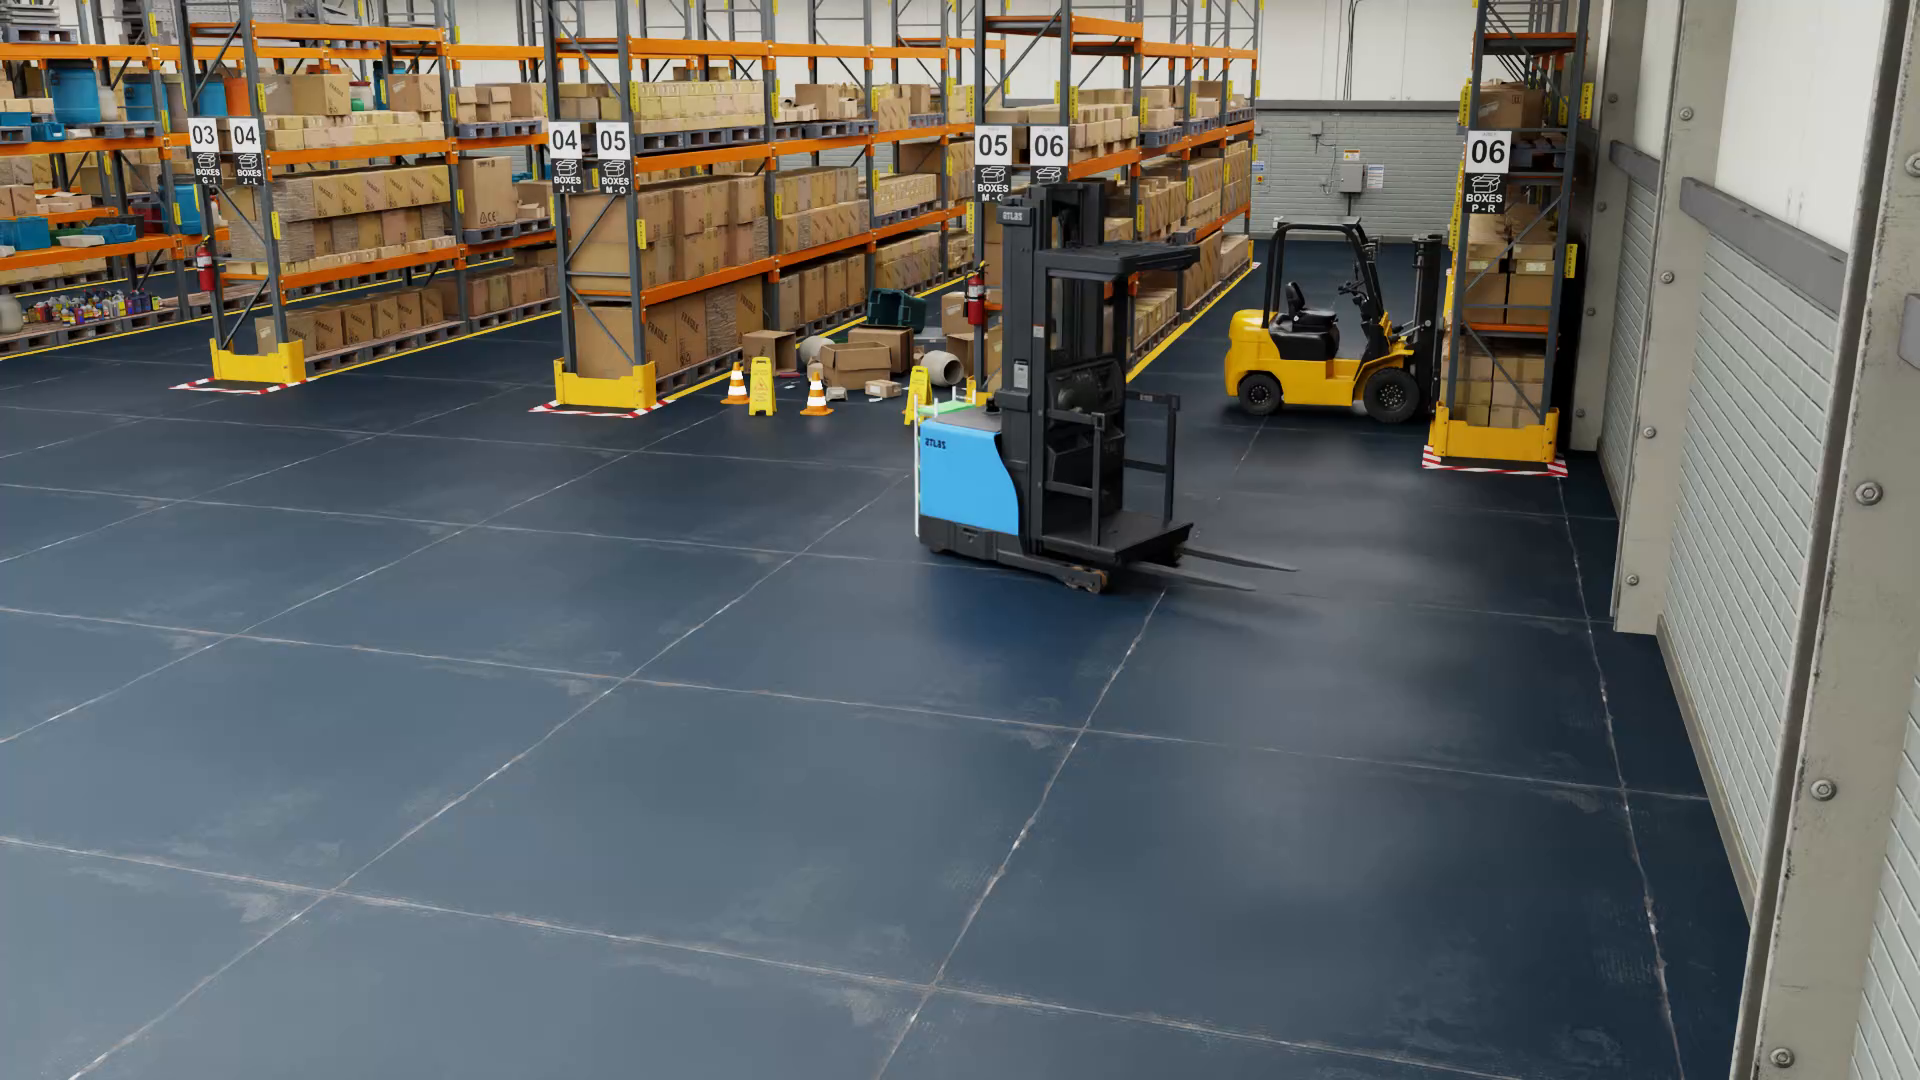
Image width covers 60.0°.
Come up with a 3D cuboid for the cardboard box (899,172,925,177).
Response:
[{"bbox_3d":[-0.853,-6.525,30.610,0.500,0.500,0.500,5,16,16],"label":"cardboard box"}]

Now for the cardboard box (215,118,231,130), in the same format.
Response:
[{"bbox_3d":[-9.077,-5.117,20.419,0.380,0.149,0.250,5,16,16],"label":"cardboard box"}]

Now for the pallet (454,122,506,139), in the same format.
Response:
[{"bbox_3d":[-7.442,-6.010,24.367,1.213,0.211,1.003,5,16,16],"label":"pallet"}]

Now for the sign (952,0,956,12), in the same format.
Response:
[{"bbox_3d":[-0.103,-10.648,33.022,0.100,0.325,0.005,5,16,16],"label":"sign"}]

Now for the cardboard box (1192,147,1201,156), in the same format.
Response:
[{"bbox_3d":[4.017,-6.835,29.226,0.380,0.149,0.250,5,17,17],"label":"cardboard box"}]

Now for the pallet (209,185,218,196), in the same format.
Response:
[{"bbox_3d":[-15.275,-7.073,33.621,1.003,0.211,1.213,5,16,16],"label":"pallet"}]

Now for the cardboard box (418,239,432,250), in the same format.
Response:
[{"bbox_3d":[-7.708,-4.178,23.524,0.380,0.149,0.250,5,16,16],"label":"cardboard box"}]

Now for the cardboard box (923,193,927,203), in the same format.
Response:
[{"bbox_3d":[-0.789,-6.014,29.228,0.380,0.149,0.250,5,16,16],"label":"cardboard box"}]

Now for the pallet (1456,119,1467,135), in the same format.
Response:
[{"bbox_3d":[8.271,-6.360,25.603,1.213,0.211,1.003,5,16,16],"label":"pallet"}]

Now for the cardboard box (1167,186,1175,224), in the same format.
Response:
[{"bbox_3d":[2.777,-4.766,23.638,0.500,0.500,0.500,3,16,12],"label":"cardboard box"}]

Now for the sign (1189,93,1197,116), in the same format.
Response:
[{"bbox_3d":[3.438,-6.431,24.561,0.100,0.325,0.005,5,16,16],"label":"sign"}]

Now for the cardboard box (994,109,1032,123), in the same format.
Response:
[{"bbox_3d":[0.568,-4.570,17.948,0.380,0.149,0.250,5,17,17],"label":"cardboard box"}]

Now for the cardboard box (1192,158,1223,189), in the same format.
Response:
[{"bbox_3d":[4.169,-6.221,28.250,0.500,0.500,0.500,5,17,18],"label":"cardboard box"}]

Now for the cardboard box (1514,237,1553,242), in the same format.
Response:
[{"bbox_3d":[5.873,-3.015,17.046,0.380,0.149,0.250,5,17,17],"label":"cardboard box"}]

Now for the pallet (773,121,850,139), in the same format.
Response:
[{"bbox_3d":[-2.303,-6.026,24.427,1.003,0.211,1.213,5,17,18],"label":"pallet"}]

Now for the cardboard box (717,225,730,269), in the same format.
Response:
[{"bbox_3d":[-3.487,-3.790,21.418,0.875,0.550,0.550,5,16,16],"label":"cardboard box"}]

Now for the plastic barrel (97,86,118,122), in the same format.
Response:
[{"bbox_3d":[-12.779,-6.489,24.739,0.421,0.512,0.421,0,16,0],"label":"plastic barrel"}]

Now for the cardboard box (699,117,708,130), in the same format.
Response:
[{"bbox_3d":[-3.295,-5.080,20.254,0.380,0.149,0.250,5,17,16],"label":"cardboard box"}]

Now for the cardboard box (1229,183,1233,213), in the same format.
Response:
[{"bbox_3d":[4.586,-6.110,29.691,0.500,0.500,0.500,5,17,16],"label":"cardboard box"}]

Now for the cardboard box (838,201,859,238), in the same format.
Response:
[{"bbox_3d":[-1.870,-4.918,25.489,0.500,0.500,0.500,5,16,16],"label":"cardboard box"}]

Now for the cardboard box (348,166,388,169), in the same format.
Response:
[{"bbox_3d":[-8.232,-4.947,23.213,0.500,0.500,0.500,5,16,16],"label":"cardboard box"}]

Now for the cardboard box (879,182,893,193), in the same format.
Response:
[{"bbox_3d":[-1.316,-5.816,27.438,0.380,0.149,0.250,4,16,14],"label":"cardboard box"}]

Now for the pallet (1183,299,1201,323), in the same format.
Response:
[{"bbox_3d":[3.215,-3.641,26.278,1.003,0.211,1.213,5,16,16],"label":"pallet"}]

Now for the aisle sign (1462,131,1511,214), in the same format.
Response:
[{"bbox_3d":[5.105,-3.561,16.123,0.394,0.787,0.004,5,16,16],"label":"aisle sign"}]

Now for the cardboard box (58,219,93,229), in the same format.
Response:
[{"bbox_3d":[-19.383,-6.936,36.598,0.700,0.500,0.500,5,17,17],"label":"cardboard box"}]

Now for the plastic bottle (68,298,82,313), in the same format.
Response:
[{"bbox_3d":[-13.121,-3.445,24.662,0.152,0.276,0.135,5,16,16],"label":"plastic bottle"}]

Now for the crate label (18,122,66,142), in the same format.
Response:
[{"bbox_3d":[-12.757,-5.677,23.122,0.502,0.251,0.408,5,16,16],"label":"crate label"}]

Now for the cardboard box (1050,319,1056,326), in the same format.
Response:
[{"bbox_3d":[1.290,-2.262,19.201,0.500,0.500,0.500,4,16,14],"label":"cardboard box"}]

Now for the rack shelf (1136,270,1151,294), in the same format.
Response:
[{"bbox_3d":[2.350,-3.912,23.444,1.077,0.370,4.000,5,16,16],"label":"rack shelf"}]

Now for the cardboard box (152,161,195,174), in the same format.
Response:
[{"bbox_3d":[-15.386,-7.149,32.584,0.700,0.500,0.500,1,16,2],"label":"cardboard box"}]

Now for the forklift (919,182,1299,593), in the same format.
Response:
[{"bbox_3d":[1.122,-1.175,12.601,3.031,2.935,1.130,13,20,38],"label":"forklift"}]

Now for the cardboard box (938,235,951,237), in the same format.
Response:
[{"bbox_3d":[-0.392,-5.819,32.213,0.380,0.149,0.250,5,16,16],"label":"cardboard box"}]

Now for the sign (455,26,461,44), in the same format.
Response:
[{"bbox_3d":[-9.668,-9.723,32.002,0.100,0.325,0.005,5,16,16],"label":"sign"}]

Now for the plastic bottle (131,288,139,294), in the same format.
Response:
[{"bbox_3d":[-12.513,-3.645,25.233,0.144,0.351,0.185,5,16,16],"label":"plastic bottle"}]

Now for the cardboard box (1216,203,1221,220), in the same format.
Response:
[{"bbox_3d":[4.169,-5.619,28.418,0.500,0.250,0.500,4,16,15],"label":"cardboard box"}]

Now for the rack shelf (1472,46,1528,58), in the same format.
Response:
[{"bbox_3d":[9.384,-8.506,28.651,1.077,0.370,4.000,5,16,16],"label":"rack shelf"}]

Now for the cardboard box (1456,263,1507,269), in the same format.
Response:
[{"bbox_3d":[5.449,-2.637,17.446,0.500,0.500,0.500,5,17,18],"label":"cardboard box"}]

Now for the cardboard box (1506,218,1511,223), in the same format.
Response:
[{"bbox_3d":[7.098,-3.987,21.016,0.380,0.149,0.250,4,16,15],"label":"cardboard box"}]

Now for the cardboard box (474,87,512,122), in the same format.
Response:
[{"bbox_3d":[-7.224,-6.560,25.006,0.797,0.503,0.637,5,17,18],"label":"cardboard box"}]

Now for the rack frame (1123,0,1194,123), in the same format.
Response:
[{"bbox_3d":[2.918,-7.668,24.372,1.000,3.000,0.127,5,16,16],"label":"rack frame"}]

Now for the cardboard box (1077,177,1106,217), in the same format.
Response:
[{"bbox_3d":[1.449,-4.309,20.964,0.700,0.500,0.500,4,16,15],"label":"cardboard box"}]

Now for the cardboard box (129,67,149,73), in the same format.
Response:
[{"bbox_3d":[-15.660,-8.672,31.394,0.500,0.500,0.500,5,16,16],"label":"cardboard box"}]

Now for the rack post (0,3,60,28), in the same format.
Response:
[{"bbox_3d":[-13.085,-7.200,22.863,0.937,0.300,0.954,4,16,15],"label":"rack post"}]

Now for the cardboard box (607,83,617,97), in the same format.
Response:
[{"bbox_3d":[-4.214,-5.249,19.387,0.380,0.149,0.250,5,17,17],"label":"cardboard box"}]

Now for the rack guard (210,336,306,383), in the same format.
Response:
[{"bbox_3d":[-8.835,-2.275,20.932,1.175,0.500,0.348,5,16,16],"label":"rack guard"}]

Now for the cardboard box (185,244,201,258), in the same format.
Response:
[{"bbox_3d":[-15.242,-5.831,32.663,0.500,0.500,0.500,4,16,14],"label":"cardboard box"}]

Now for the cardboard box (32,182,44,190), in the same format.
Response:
[{"bbox_3d":[-19.567,-7.460,35.056,0.380,0.149,0.250,5,17,17],"label":"cardboard box"}]

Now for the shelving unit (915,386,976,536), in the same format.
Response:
[{"bbox_3d":[-0.119,-0.645,13.904,0.258,1.200,0.503,13,20,38],"label":"shelving unit"}]

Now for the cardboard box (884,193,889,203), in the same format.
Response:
[{"bbox_3d":[-1.379,-5.615,27.276,0.380,0.149,0.250,4,16,14],"label":"cardboard box"}]

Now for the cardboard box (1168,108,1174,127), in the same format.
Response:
[{"bbox_3d":[2.597,-5.696,22.423,0.500,0.250,0.500,4,16,15],"label":"cardboard box"}]

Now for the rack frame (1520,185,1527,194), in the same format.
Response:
[{"bbox_3d":[8.815,-5.444,27.527,1.000,3.000,0.127,5,16,16],"label":"rack frame"}]

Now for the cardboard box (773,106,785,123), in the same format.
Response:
[{"bbox_3d":[-2.582,-5.860,22.788,0.258,0.266,0.396,4,16,15],"label":"cardboard box"}]

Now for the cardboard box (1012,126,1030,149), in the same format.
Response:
[{"bbox_3d":[0.532,-4.358,17.928,0.500,0.250,0.500,4,16,15],"label":"cardboard box"}]

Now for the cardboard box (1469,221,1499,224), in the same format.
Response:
[{"bbox_3d":[5.896,-3.522,18.832,0.380,0.149,0.250,4,16,15],"label":"cardboard box"}]

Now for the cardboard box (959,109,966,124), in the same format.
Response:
[{"bbox_3d":[-0.201,-7.789,30.571,0.500,0.250,0.500,4,16,15],"label":"cardboard box"}]

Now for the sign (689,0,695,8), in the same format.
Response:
[{"bbox_3d":[-4.923,-9.931,30.495,0.100,0.325,0.005,5,16,16],"label":"sign"}]

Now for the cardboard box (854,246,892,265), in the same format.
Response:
[{"bbox_3d":[-1.428,-4.661,27.202,0.500,0.250,0.500,4,16,13],"label":"cardboard box"}]

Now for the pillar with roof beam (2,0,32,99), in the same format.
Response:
[{"bbox_3d":[-16.197,-10.552,34.539,9.100,9.000,0.400,5,16,16],"label":"pillar with roof beam"}]
